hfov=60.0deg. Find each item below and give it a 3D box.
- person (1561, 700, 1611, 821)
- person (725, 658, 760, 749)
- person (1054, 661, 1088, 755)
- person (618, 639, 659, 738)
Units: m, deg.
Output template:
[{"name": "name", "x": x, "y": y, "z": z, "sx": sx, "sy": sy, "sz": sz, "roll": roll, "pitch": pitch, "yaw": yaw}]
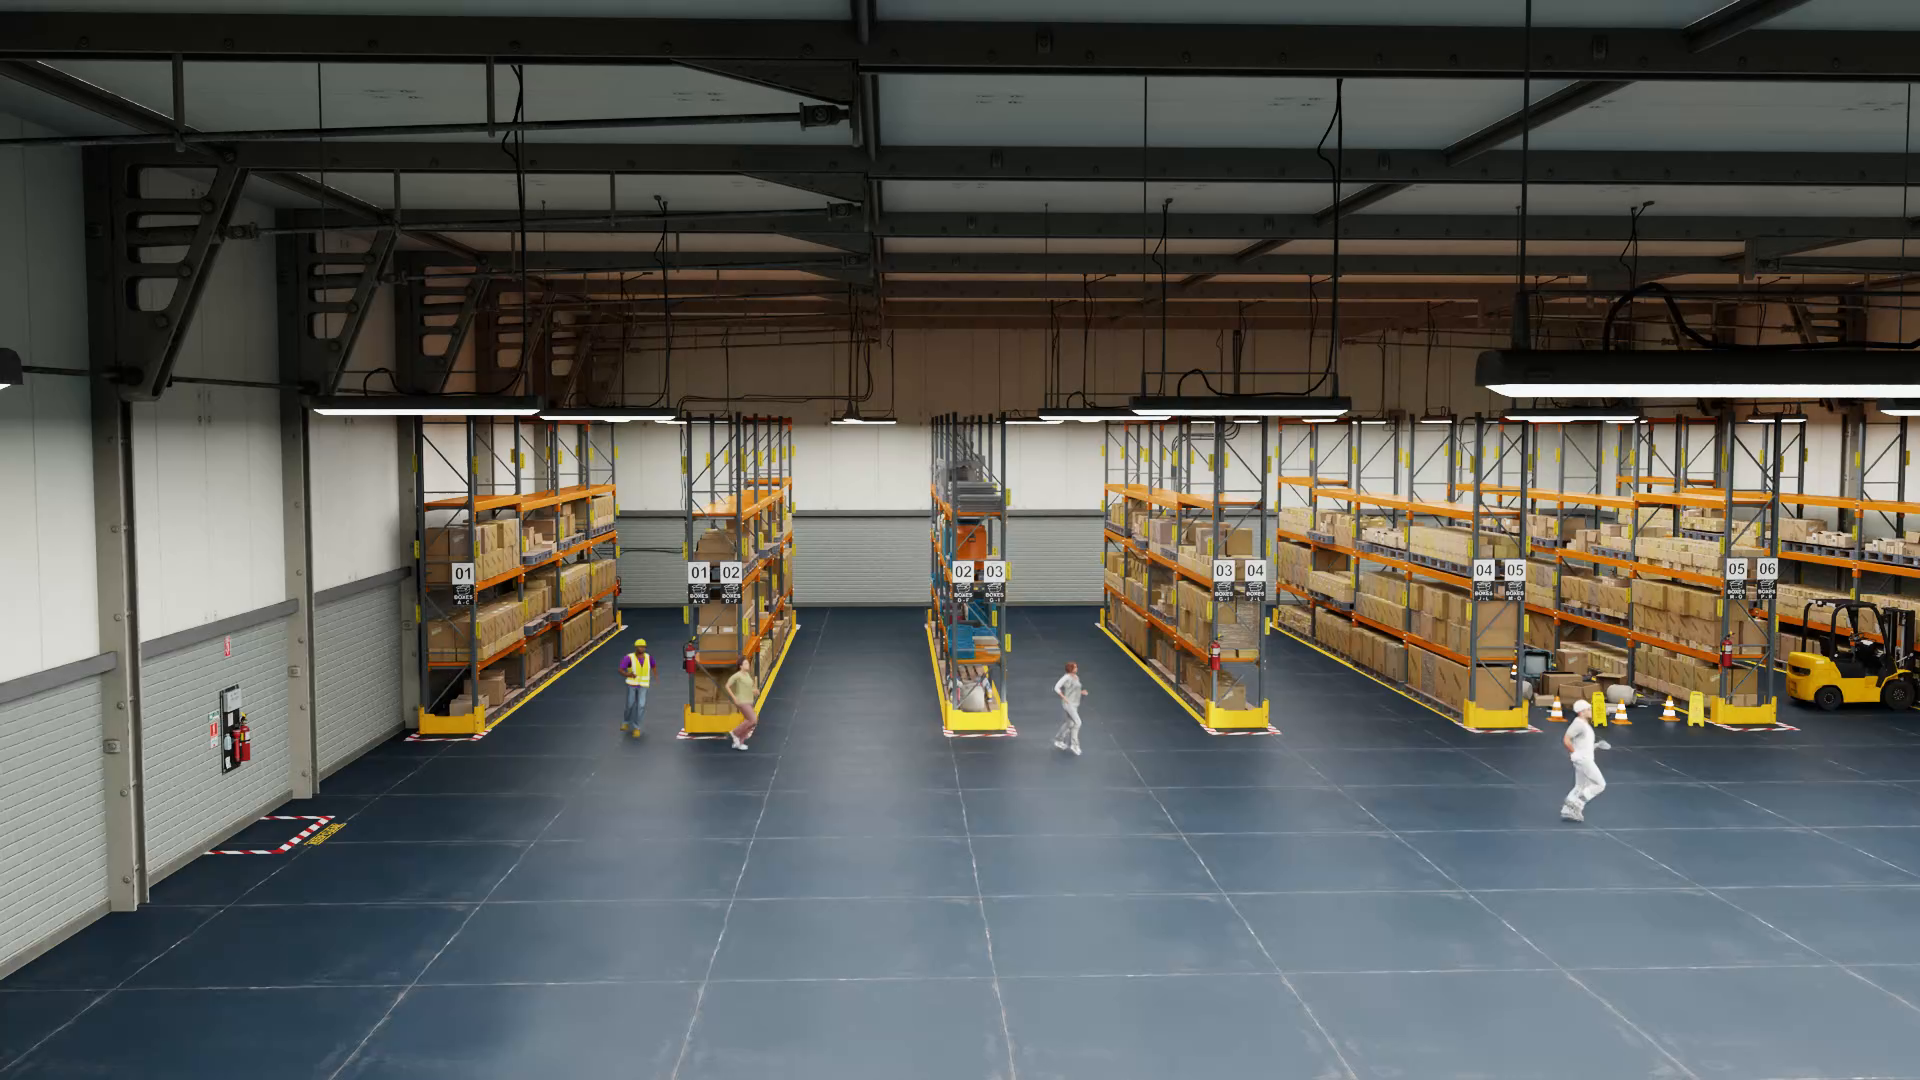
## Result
[{"name": "person", "x": 9.060, "y": 3.189, "z": 24.051, "sx": 0.650, "sy": 1.743, "sz": 0.645, "roll": 1, "pitch": 4, "yaw": 21}, {"name": "person", "x": -3.796, "y": 2.899, "z": 29.474, "sx": 0.546, "sy": 1.632, "sz": 0.567, "roll": 2, "pitch": 4, "yaw": 23}, {"name": "person", "x": 1.938, "y": 2.945, "z": 29.221, "sx": 0.646, "sy": 1.647, "sz": 0.525, "roll": 2, "pitch": 4, "yaw": 27}, {"name": "person", "x": -5.962, "y": 2.735, "z": 30.916, "sx": 0.764, "sy": 1.782, "sz": 0.774, "roll": -2, "pitch": 4, "yaw": -24}]
